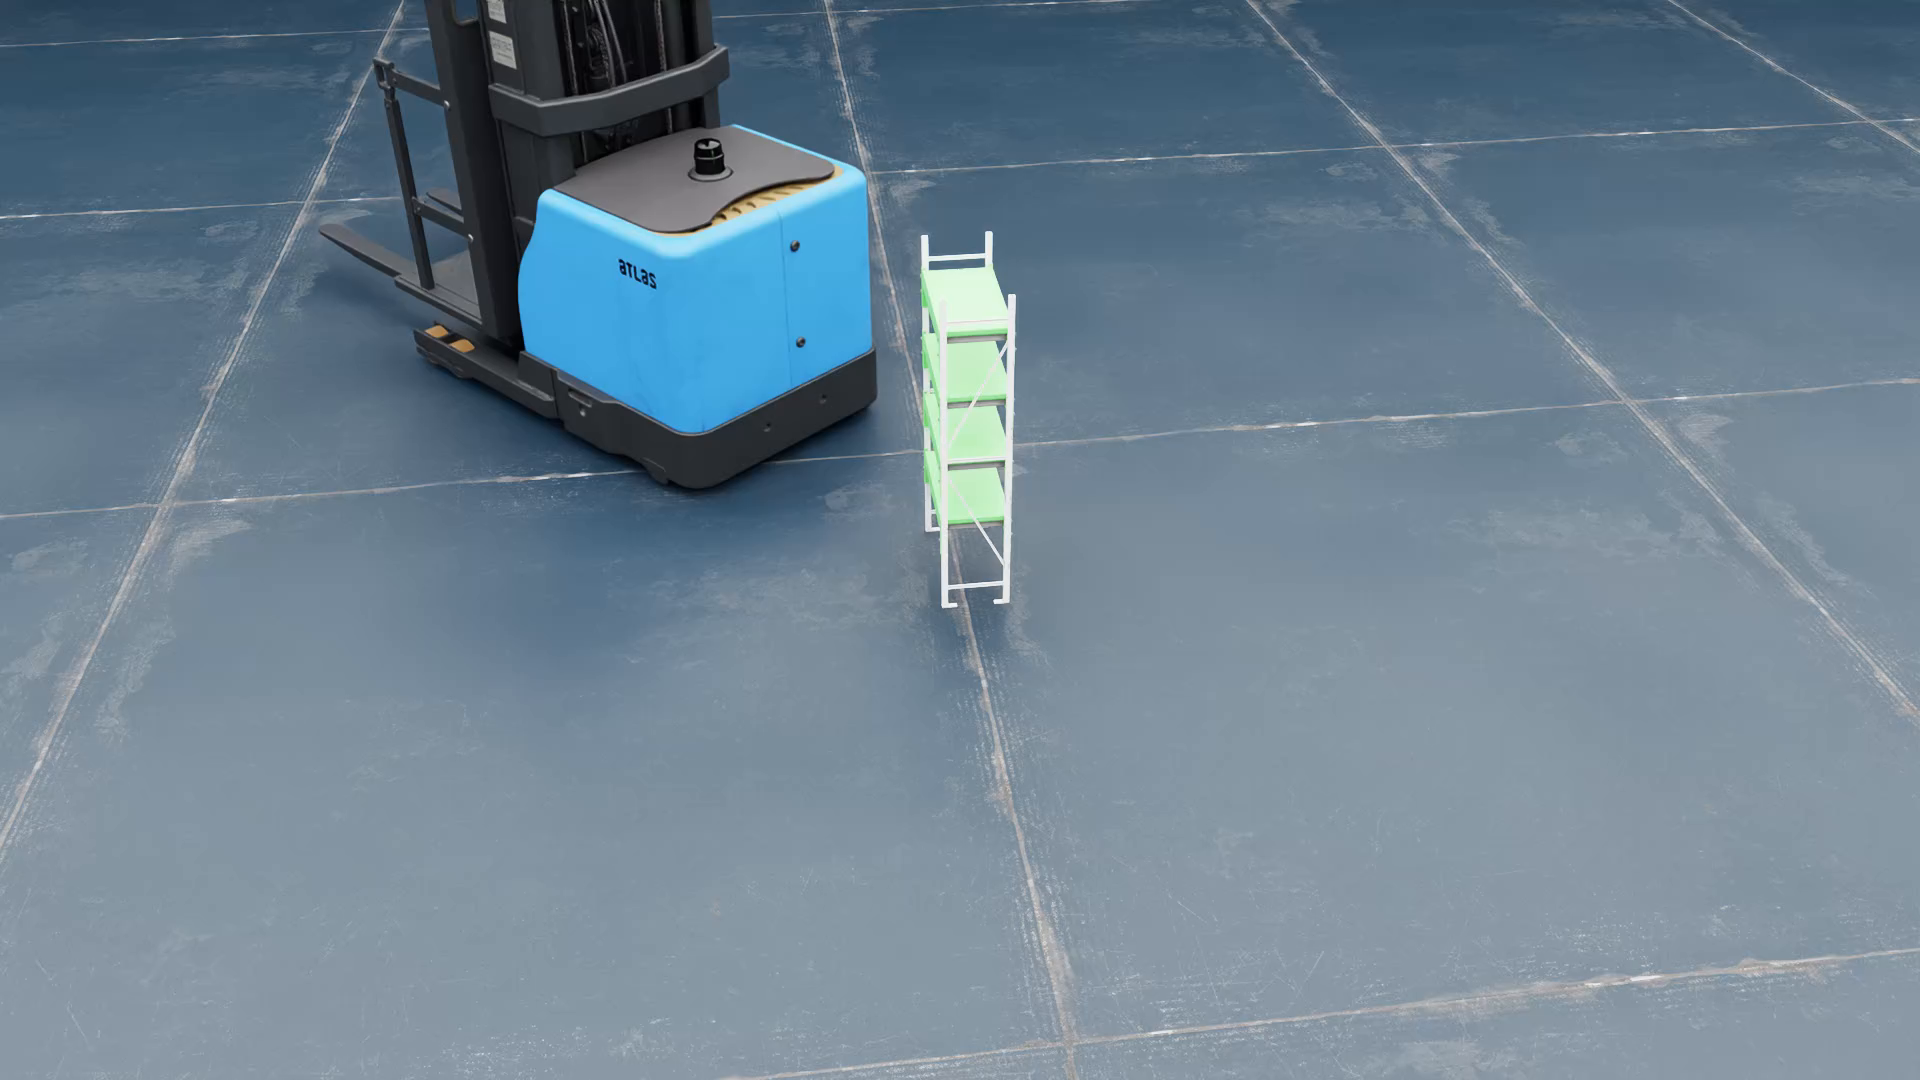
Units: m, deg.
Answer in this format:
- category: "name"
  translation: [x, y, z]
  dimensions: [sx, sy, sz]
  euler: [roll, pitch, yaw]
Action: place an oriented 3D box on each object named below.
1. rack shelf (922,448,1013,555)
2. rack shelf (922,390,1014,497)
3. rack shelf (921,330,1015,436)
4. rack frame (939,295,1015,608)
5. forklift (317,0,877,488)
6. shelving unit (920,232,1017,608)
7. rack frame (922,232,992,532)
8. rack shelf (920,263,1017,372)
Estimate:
- category: "rack shelf"
  translation: [0.022, -0.152, 5.948]
  dimensions: [0.258, 0.148, 0.480]
  euler: [-4, 35, -6]
- category: "rack shelf"
  translation: [0.022, -0.351, 5.813]
  dimensions: [0.258, 0.148, 0.480]
  euler: [-4, 35, -6]
- category: "rack shelf"
  translation: [0.022, -0.549, 5.677]
  dimensions: [0.258, 0.148, 0.480]
  euler: [-4, 35, -6]
- category: "rack frame"
  translation: [0.055, -0.267, 5.577]
  dimensions: [0.240, 1.200, 0.015]
  euler: [-4, 35, -6]
- category: "forklift"
  translation: [-1.780, -2.116, 6.752]
  dimensions: [3.031, 2.935, 1.130]
  euler: [27, 43, 34]
- category: "shelving unit"
  translation: [0.022, -0.403, 5.777]
  dimensions: [0.258, 1.200, 0.503]
  euler: [-4, 35, -6]
- category: "rack frame"
  translation: [-0.011, -0.540, 5.976]
  dimensions: [0.240, 1.200, 0.015]
  euler: [-4, 35, -6]
- category: "rack shelf"
  translation: [0.022, -0.747, 5.542]
  dimensions: [0.258, 0.148, 0.480]
  euler: [-4, 35, -6]
